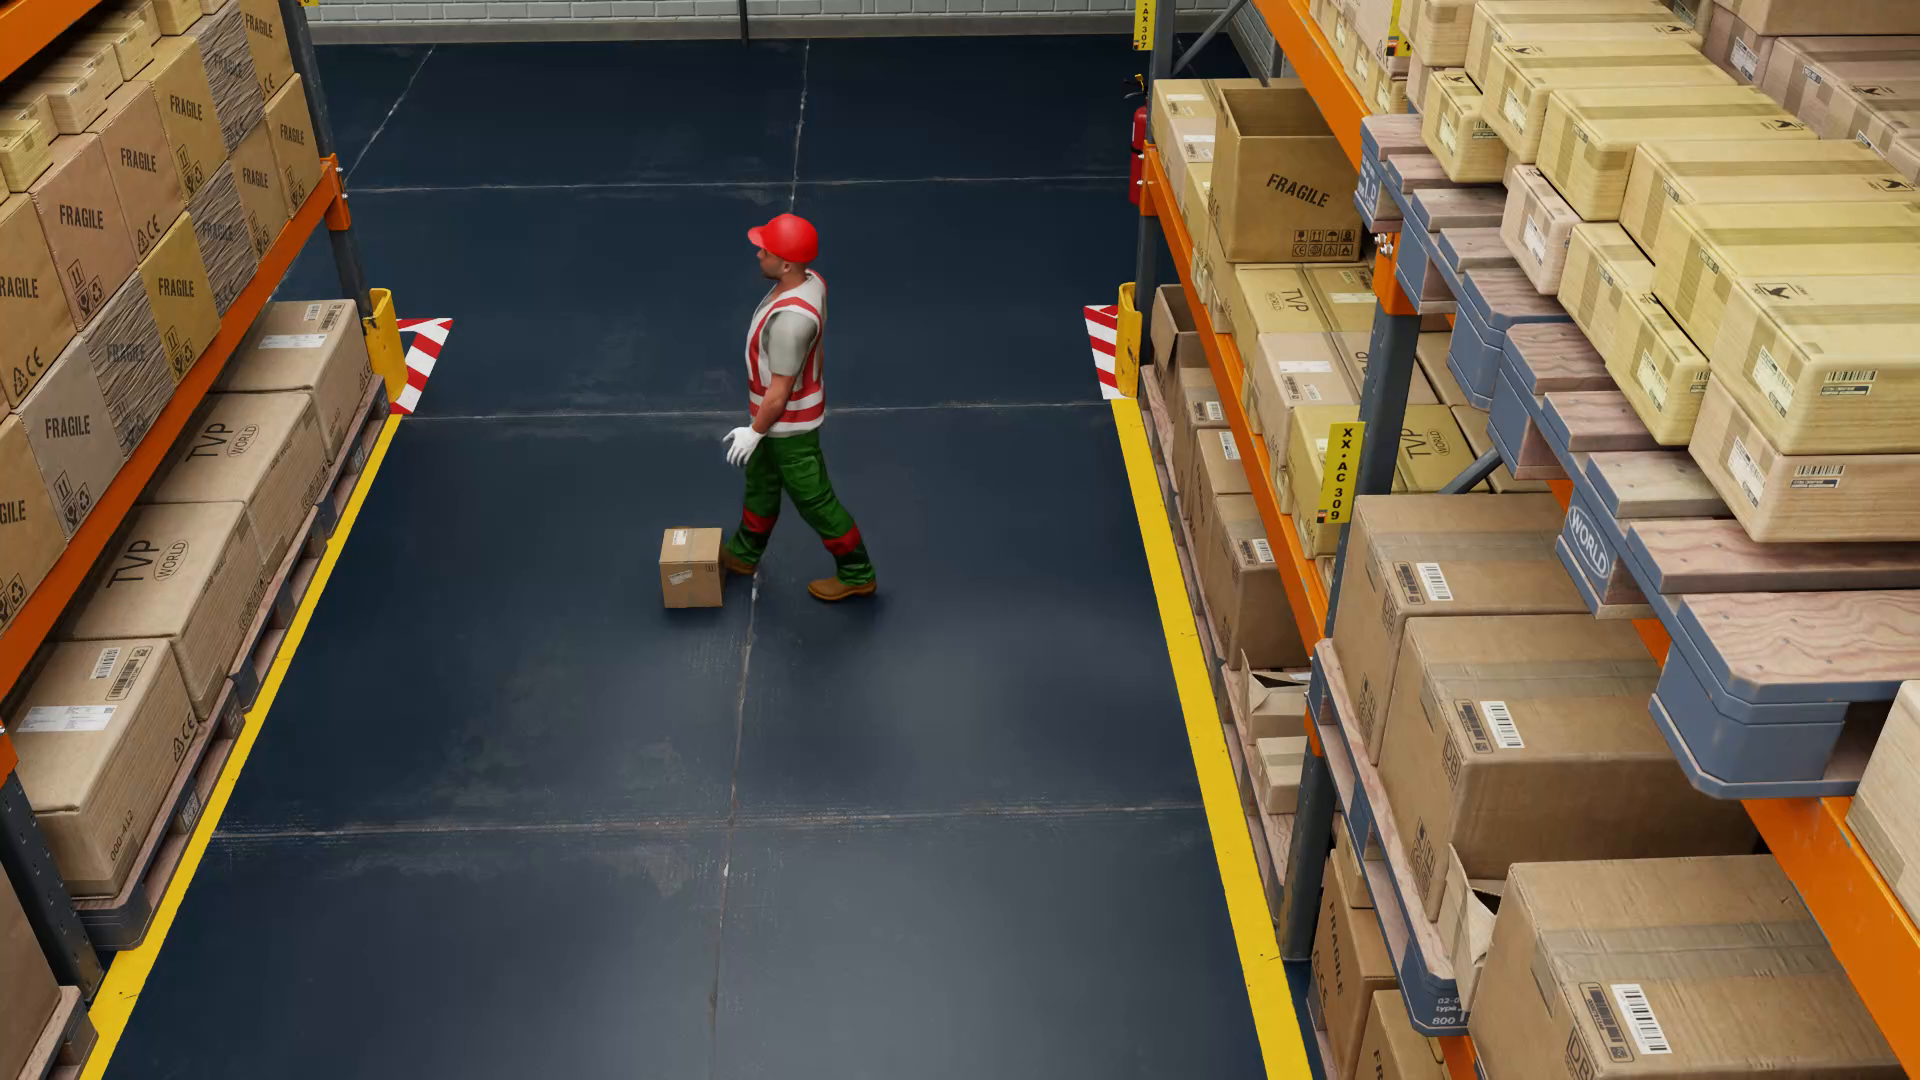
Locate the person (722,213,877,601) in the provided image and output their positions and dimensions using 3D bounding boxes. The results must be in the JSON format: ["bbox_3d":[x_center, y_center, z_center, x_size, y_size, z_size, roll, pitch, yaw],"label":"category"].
[{"bbox_3d":[-0.783,-0.511,6.879,0.827,1.779,0.531,-2,35,-3],"label":"person"}]
